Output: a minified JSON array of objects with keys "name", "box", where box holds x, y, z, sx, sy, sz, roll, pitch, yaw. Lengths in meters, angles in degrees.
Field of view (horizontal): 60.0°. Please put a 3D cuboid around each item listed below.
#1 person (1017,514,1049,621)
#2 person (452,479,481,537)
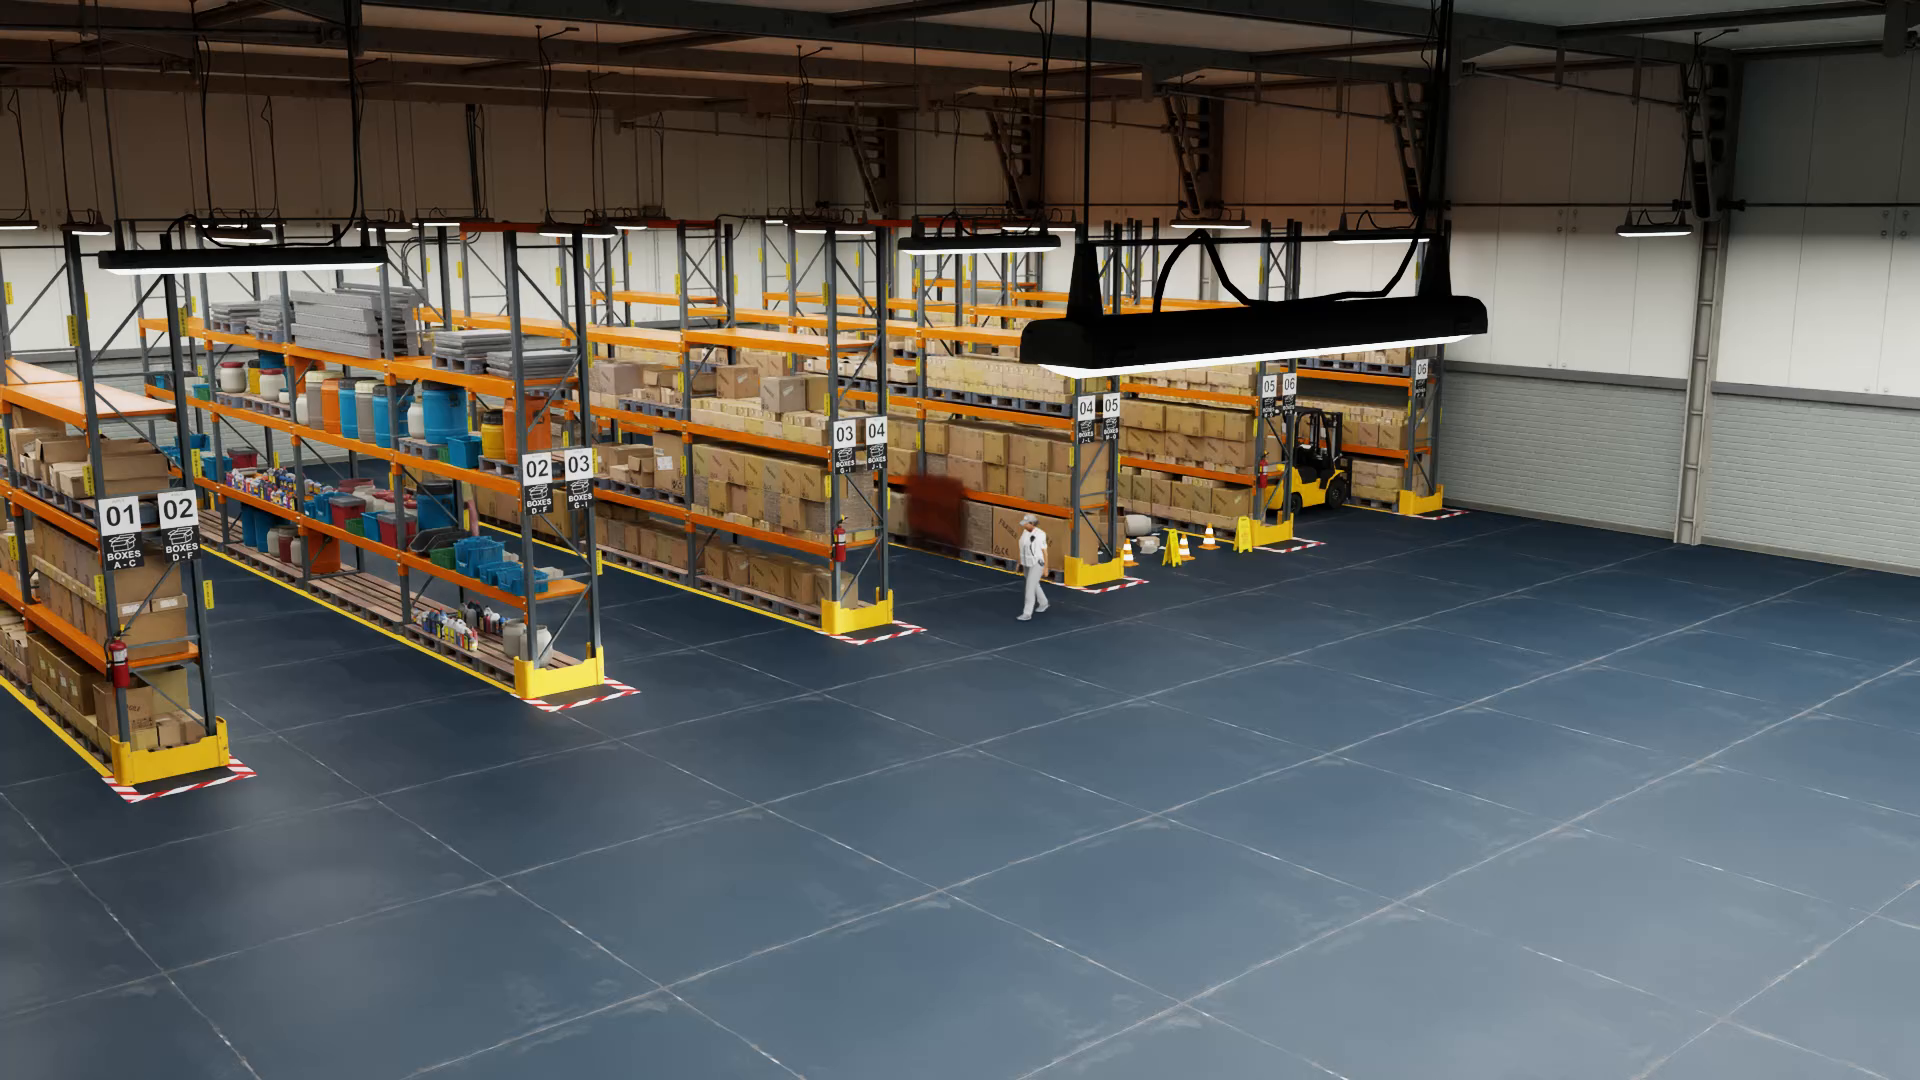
[{"name":"person","box":[1.128,0.387,25.857,0.853,1.627,0.516,-9,14,-37]},{"name":"person","box":[-9.374,-0.761,31.443,0.450,1.605,1.060,-9,14,-37]}]
